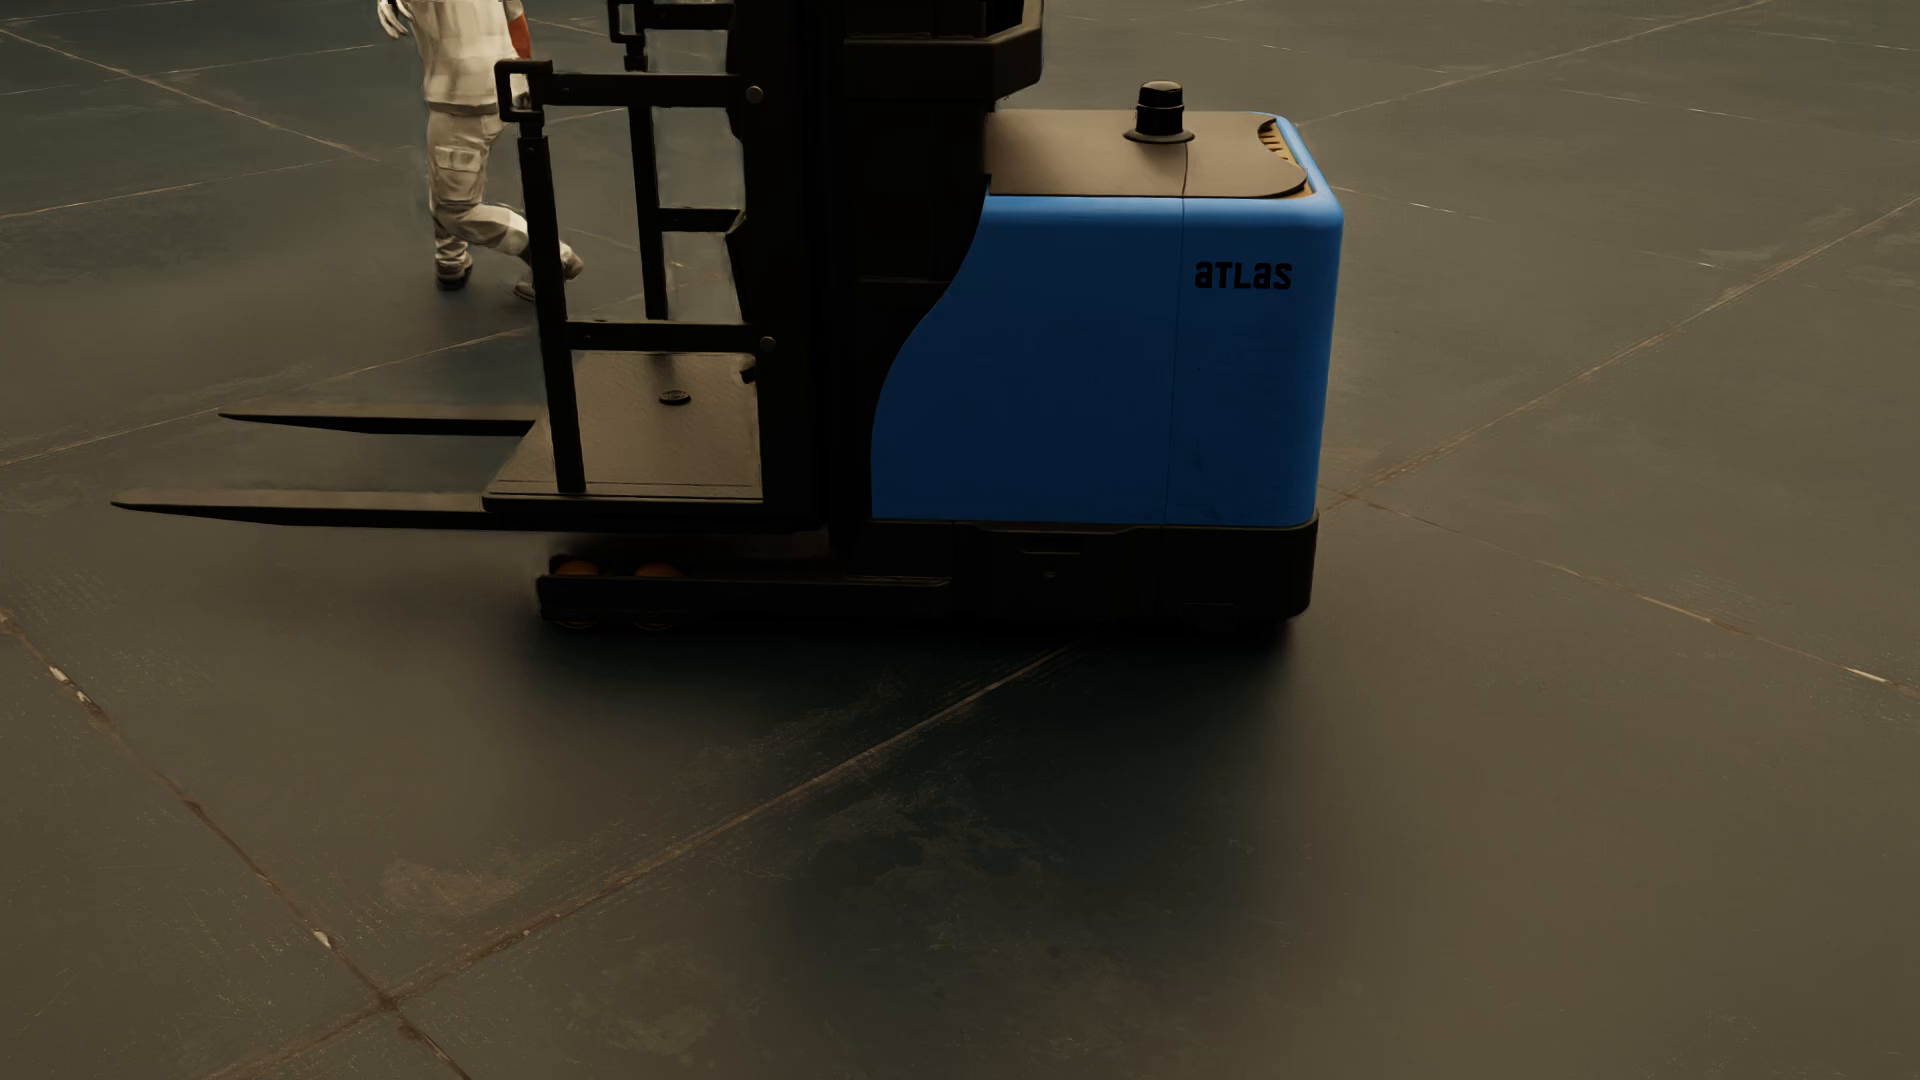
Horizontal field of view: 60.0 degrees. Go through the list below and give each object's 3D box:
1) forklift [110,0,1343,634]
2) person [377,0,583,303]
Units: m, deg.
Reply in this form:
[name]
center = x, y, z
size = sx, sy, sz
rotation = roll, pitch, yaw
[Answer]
[forklift]
center = -0.635, -1.322, 3.910
size = 3.031, 2.935, 1.130
rotation = 1, 26, 3
[person]
center = -1.857, -1.593, 6.015
size = 0.691, 1.582, 1.224
rotation = 6, 27, 13
